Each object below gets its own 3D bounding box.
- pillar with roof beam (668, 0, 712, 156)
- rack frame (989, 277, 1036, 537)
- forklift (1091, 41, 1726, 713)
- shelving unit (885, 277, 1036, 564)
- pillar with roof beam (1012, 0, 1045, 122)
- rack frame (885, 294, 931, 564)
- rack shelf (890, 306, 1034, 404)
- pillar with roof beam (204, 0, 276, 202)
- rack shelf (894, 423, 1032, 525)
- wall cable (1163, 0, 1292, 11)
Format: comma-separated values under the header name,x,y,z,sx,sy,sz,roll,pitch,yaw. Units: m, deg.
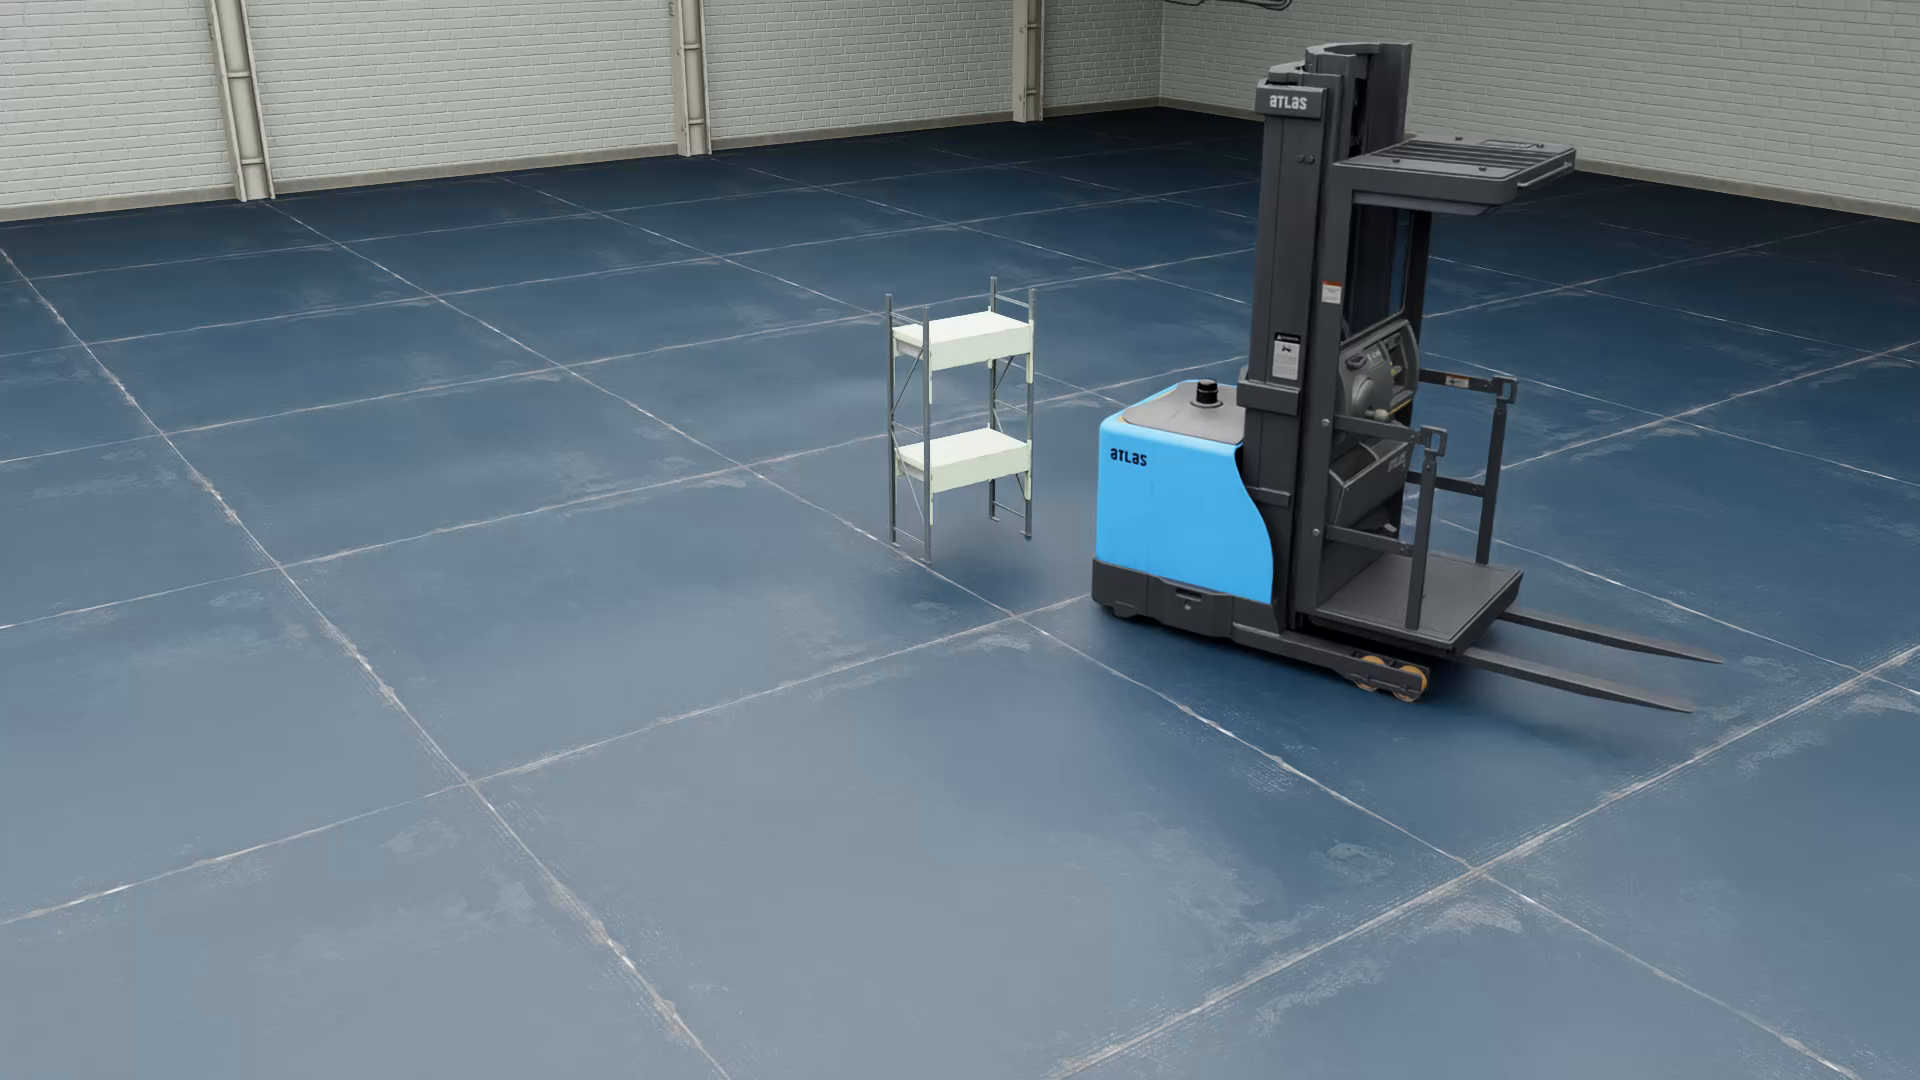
name,x,y,z,sx,sy,sz,roll,pitch,yaw
pillar with roof beam,-1.264,-8.382,18.760,0.400,9.000,9.100,-15,26,-33
rack frame,0.303,-0.777,9.821,0.023,1.500,0.400,-15,26,-33
forklift,2.205,-0.813,7.979,3.031,2.935,1.130,15,26,32
shelving unit,0.005,-0.698,9.622,0.755,1.500,0.431,-15,26,-33
pillar with roof beam,3.607,-9.681,22.014,0.400,9.000,9.100,-15,26,-33
rack frame,-0.292,-0.619,9.424,0.023,1.500,0.400,-15,26,-33
rack shelf,0.005,-1.061,9.477,0.720,0.370,0.431,-15,26,-33
pillar with roof beam,-6.134,-7.083,15.505,0.400,9.000,9.100,-15,26,-33
rack shelf,0.005,-0.395,9.743,0.720,0.370,0.431,-15,26,-33
wall cable,4.256,-9.773,26.436,0.112,2.526,3.097,-15,26,-33
